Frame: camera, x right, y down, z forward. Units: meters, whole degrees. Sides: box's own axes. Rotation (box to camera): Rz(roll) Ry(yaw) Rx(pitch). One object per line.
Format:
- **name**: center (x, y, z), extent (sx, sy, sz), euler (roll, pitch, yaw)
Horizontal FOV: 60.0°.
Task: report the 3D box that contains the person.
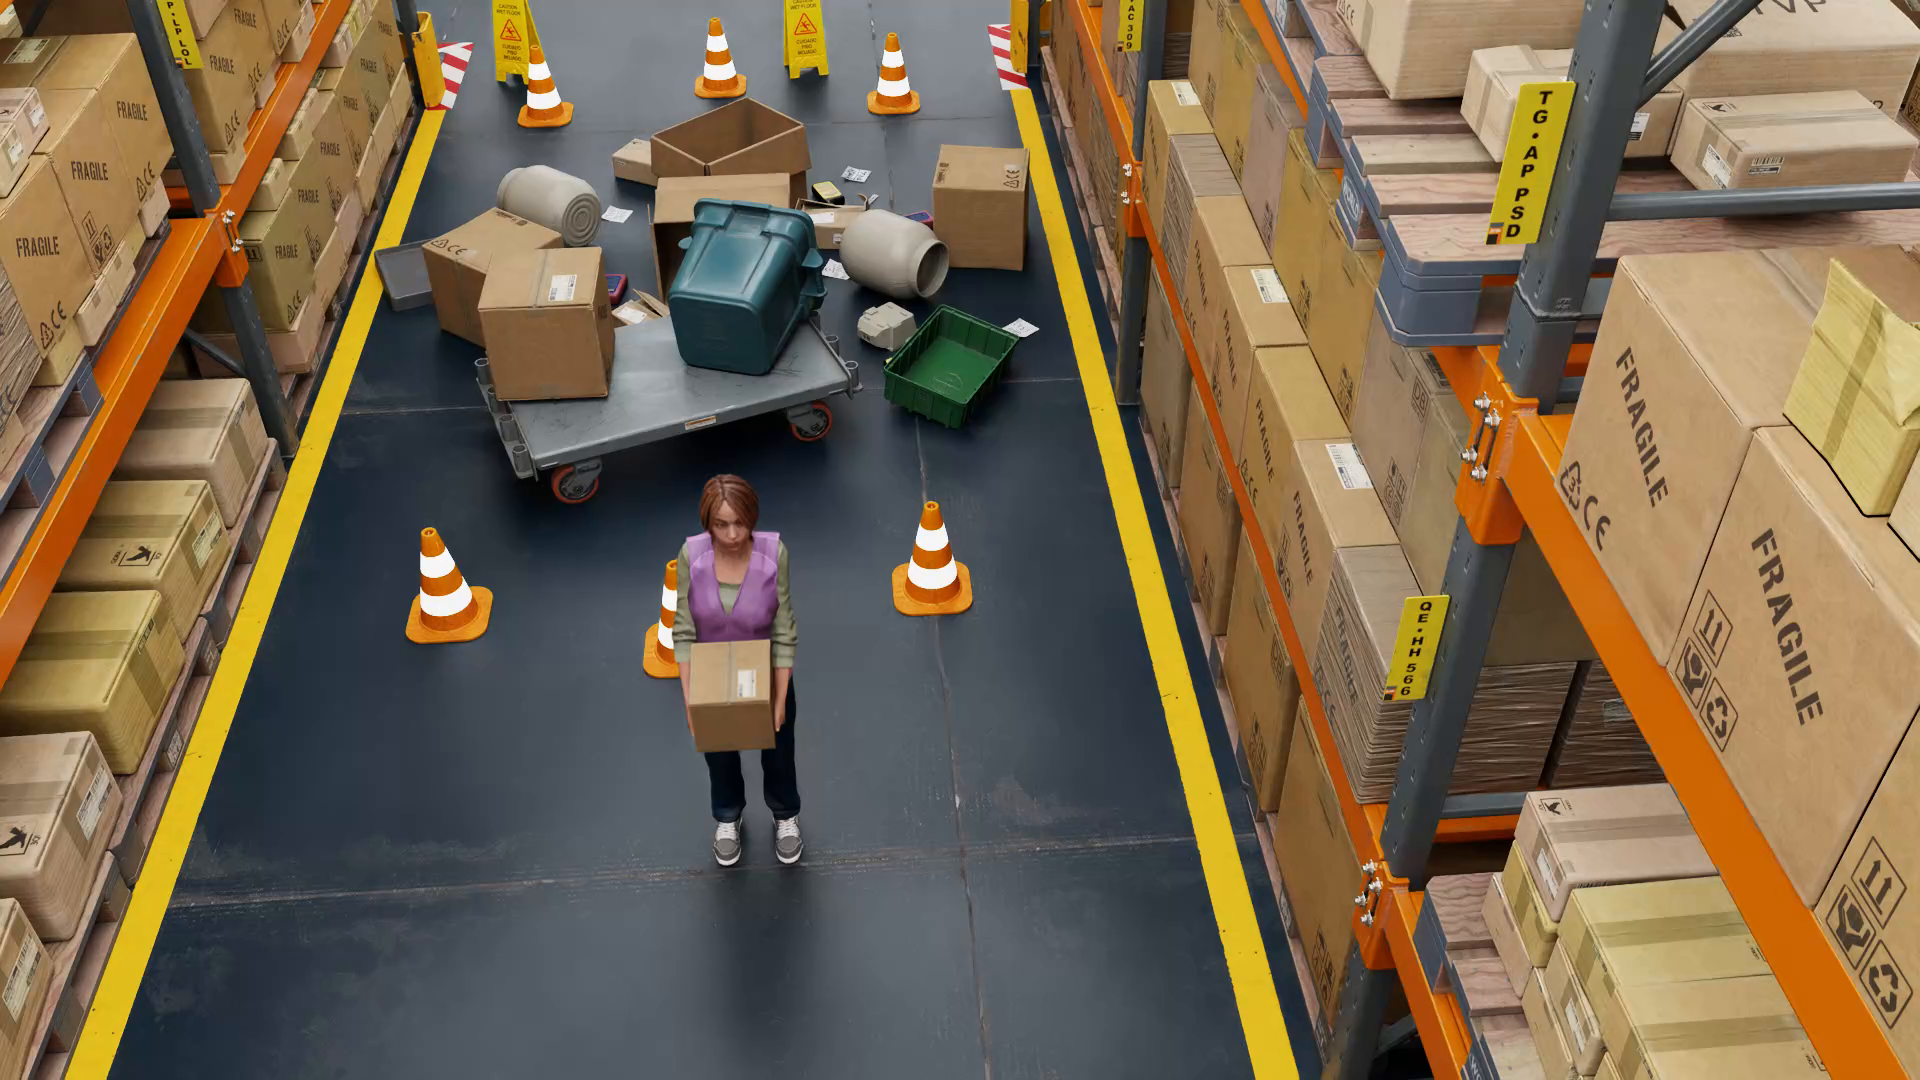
- **person**: center (-0.729, 0.515, 5.546), extent (0.405, 1.589, 0.495), euler (-3, 40, -3)
